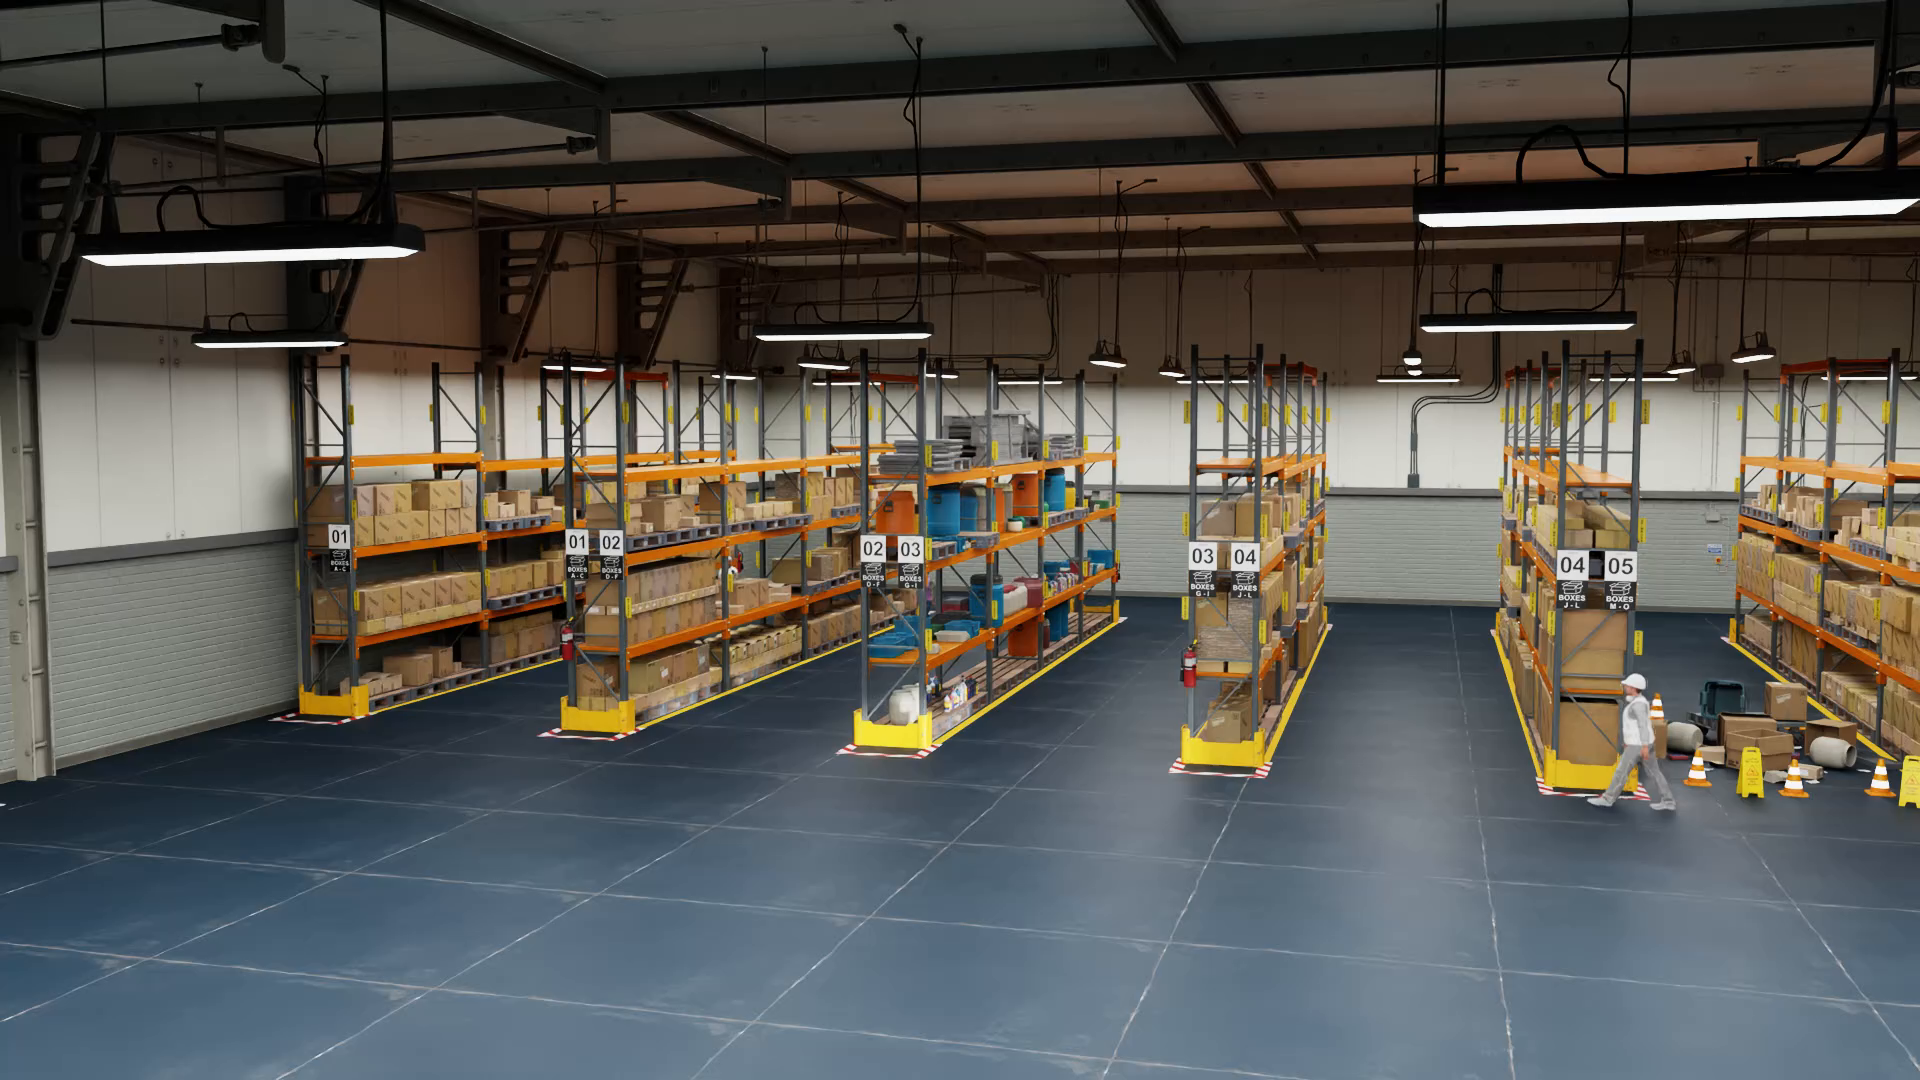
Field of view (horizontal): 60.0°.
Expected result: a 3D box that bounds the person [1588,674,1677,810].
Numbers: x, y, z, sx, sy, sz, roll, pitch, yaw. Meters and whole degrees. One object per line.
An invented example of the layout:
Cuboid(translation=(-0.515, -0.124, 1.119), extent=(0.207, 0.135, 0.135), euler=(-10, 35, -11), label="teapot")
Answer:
Cuboid(translation=(8.546, 2.544, 21.068), extent=(1.033, 1.707, 0.572), euler=(3, 5, 31), label="person")

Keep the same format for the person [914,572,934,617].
Cuboid(translation=(-0.801, 1.431, 37.722), extent=(0.416, 1.445, 0.899), euler=(1, 4, 15), label="person")

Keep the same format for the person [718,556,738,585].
Cuboid(translation=(-5.535, 1.196, 39.711), extent=(0.471, 1.615, 0.981), euler=(0, 4, 6), label="person")
